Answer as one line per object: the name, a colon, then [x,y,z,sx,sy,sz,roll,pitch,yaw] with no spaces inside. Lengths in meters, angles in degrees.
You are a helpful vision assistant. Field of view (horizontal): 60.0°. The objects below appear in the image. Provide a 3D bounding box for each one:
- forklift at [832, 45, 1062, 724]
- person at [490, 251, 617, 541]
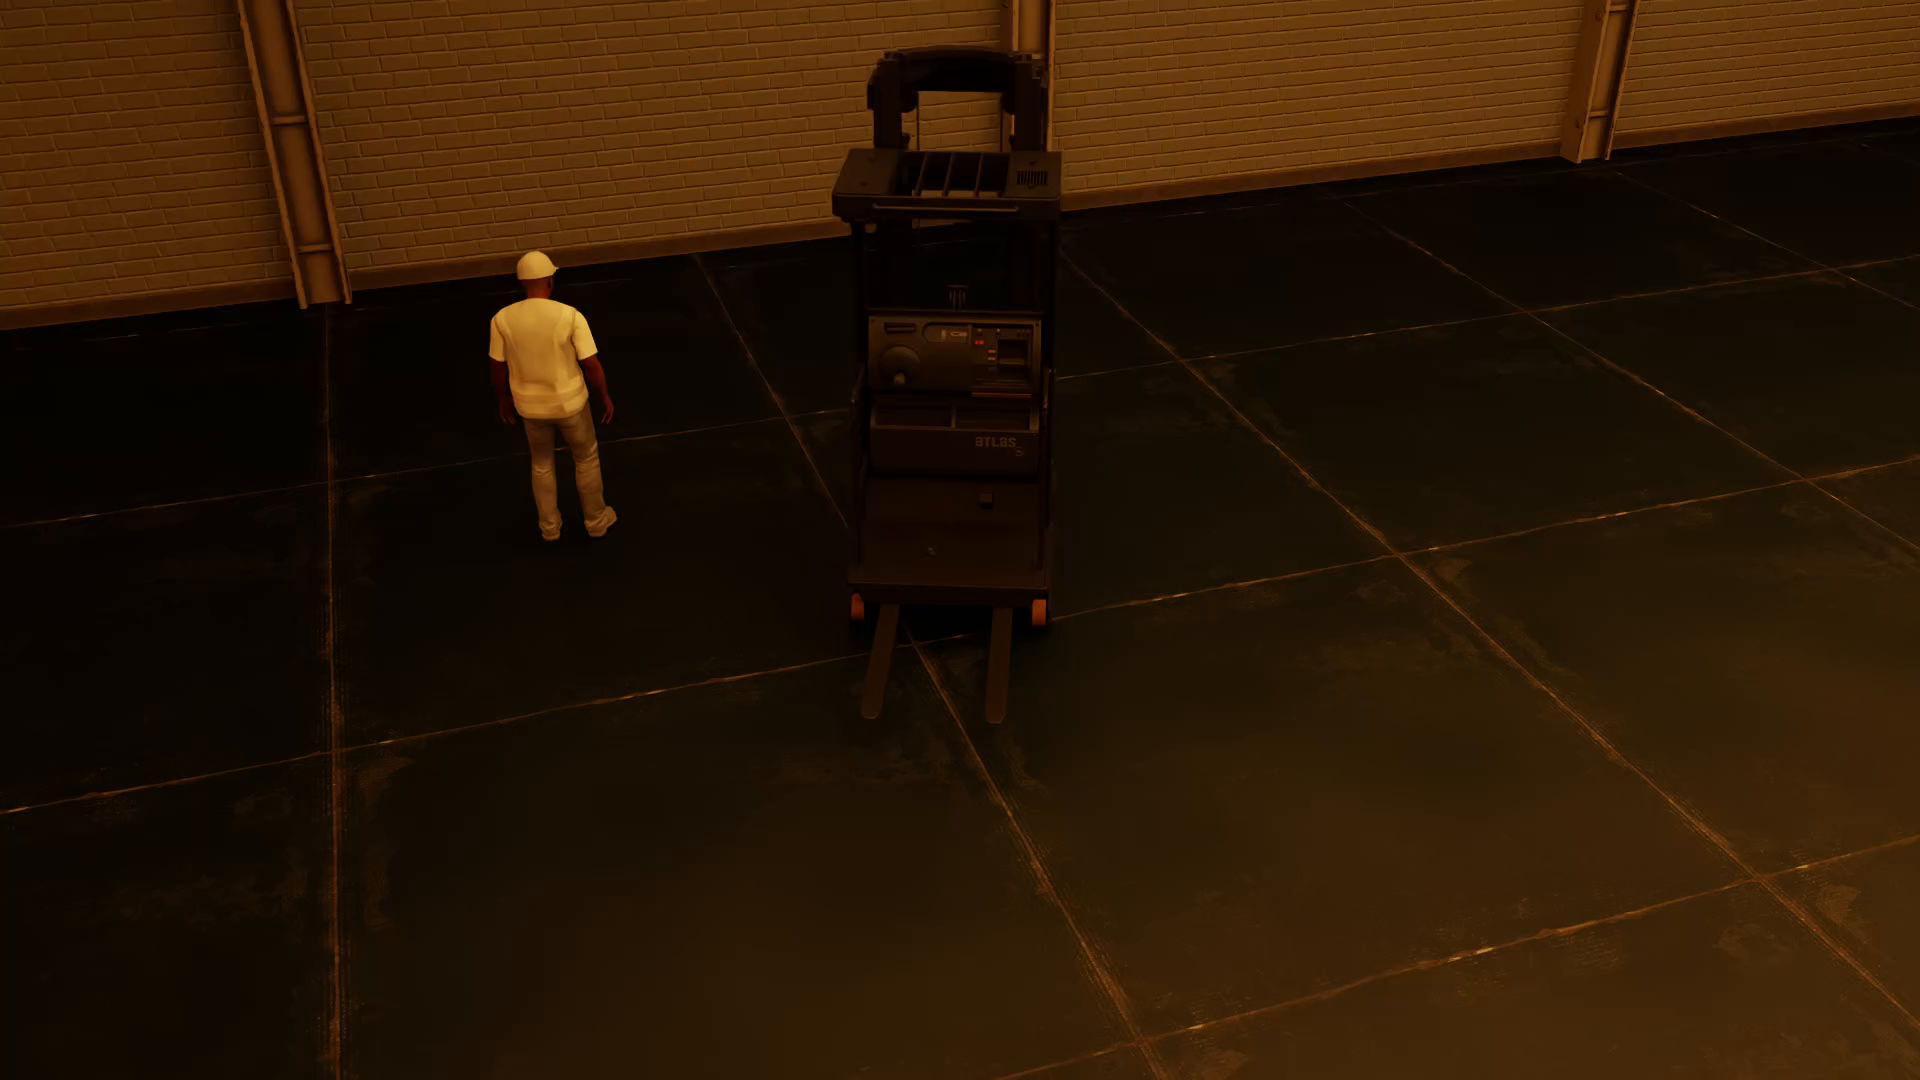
forklift: [-0.041,-0.954,8.746,1.130,2.935,3.031,2,30,3]
person: [-2.362,-0.820,9.691,0.670,1.759,0.450,0,30,1]
